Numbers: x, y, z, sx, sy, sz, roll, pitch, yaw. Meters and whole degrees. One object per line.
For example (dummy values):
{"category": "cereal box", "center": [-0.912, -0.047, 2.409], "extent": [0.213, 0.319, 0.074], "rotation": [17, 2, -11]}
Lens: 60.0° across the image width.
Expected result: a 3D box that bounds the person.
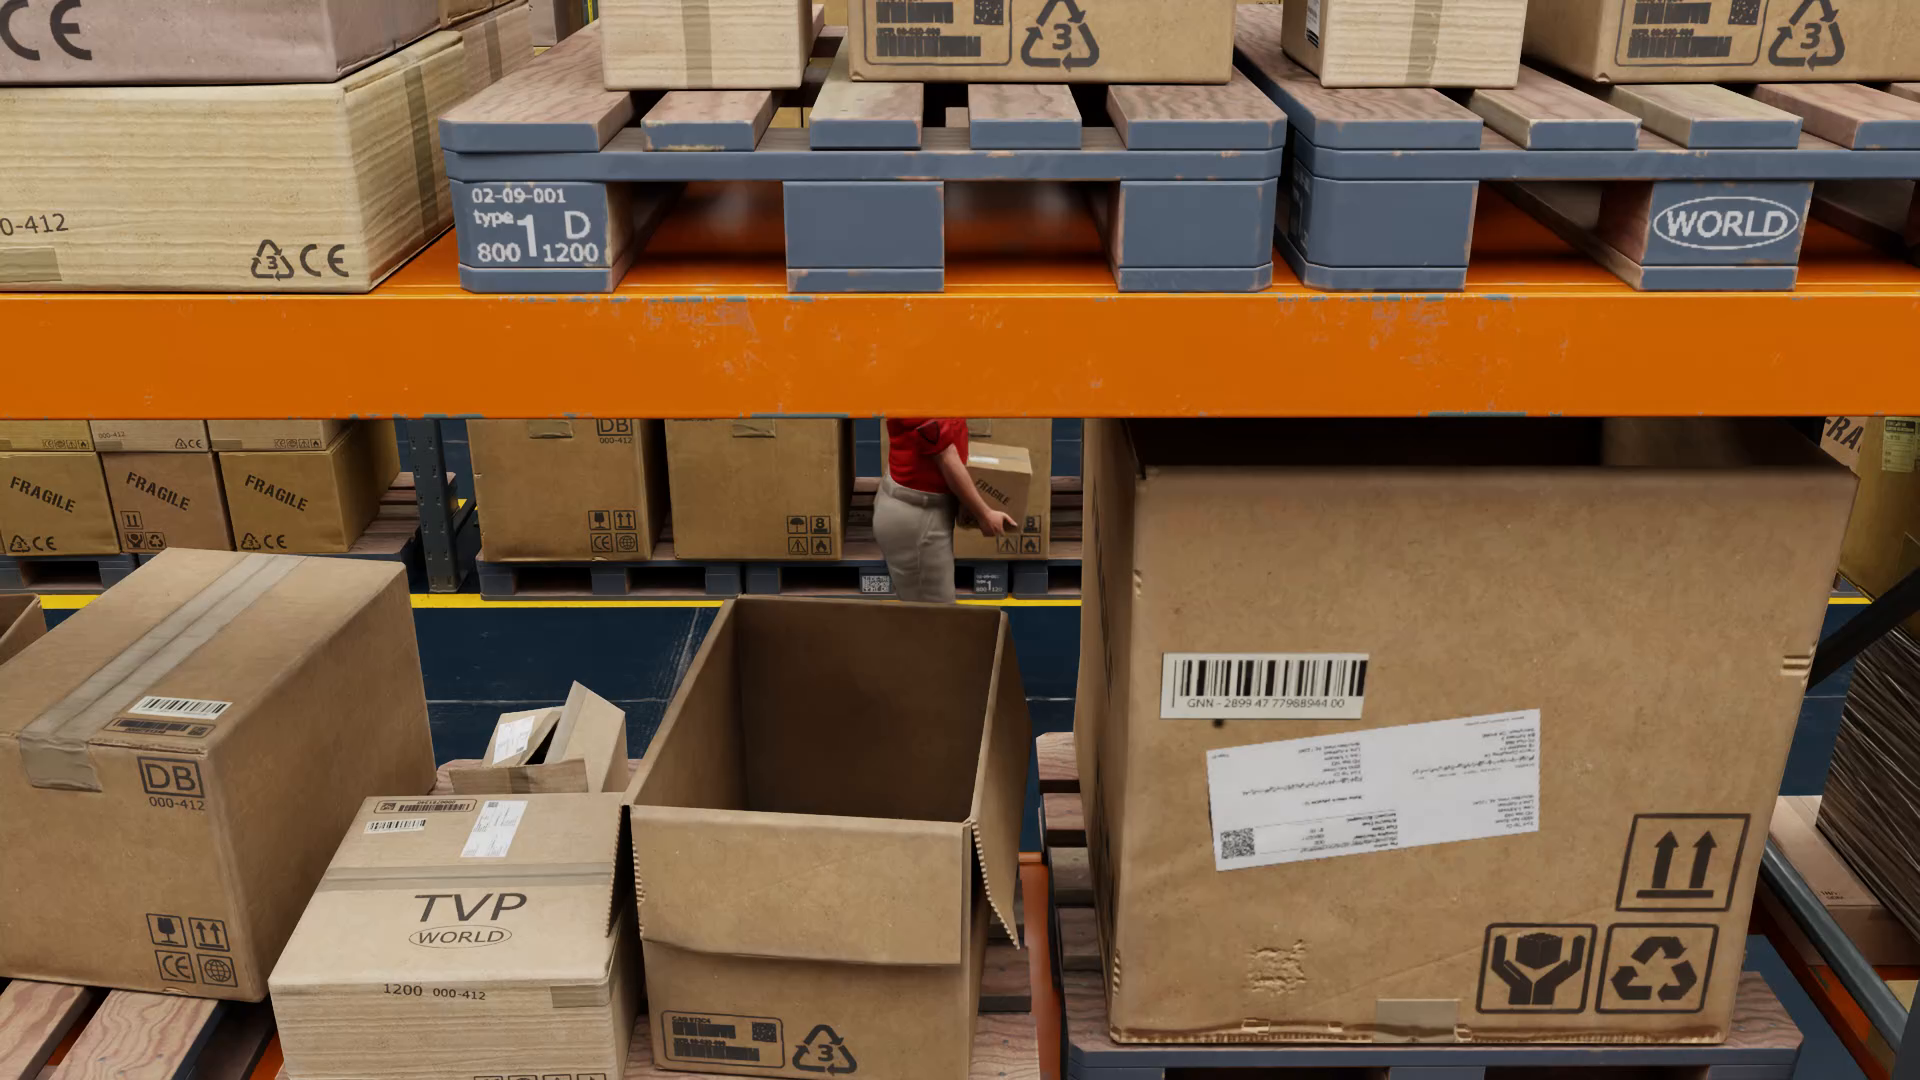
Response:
{"category": "person", "center": [-0.060, -0.092, 6.342], "extent": [0.542, 1.726, 0.490], "rotation": [-1, 24, -1]}
